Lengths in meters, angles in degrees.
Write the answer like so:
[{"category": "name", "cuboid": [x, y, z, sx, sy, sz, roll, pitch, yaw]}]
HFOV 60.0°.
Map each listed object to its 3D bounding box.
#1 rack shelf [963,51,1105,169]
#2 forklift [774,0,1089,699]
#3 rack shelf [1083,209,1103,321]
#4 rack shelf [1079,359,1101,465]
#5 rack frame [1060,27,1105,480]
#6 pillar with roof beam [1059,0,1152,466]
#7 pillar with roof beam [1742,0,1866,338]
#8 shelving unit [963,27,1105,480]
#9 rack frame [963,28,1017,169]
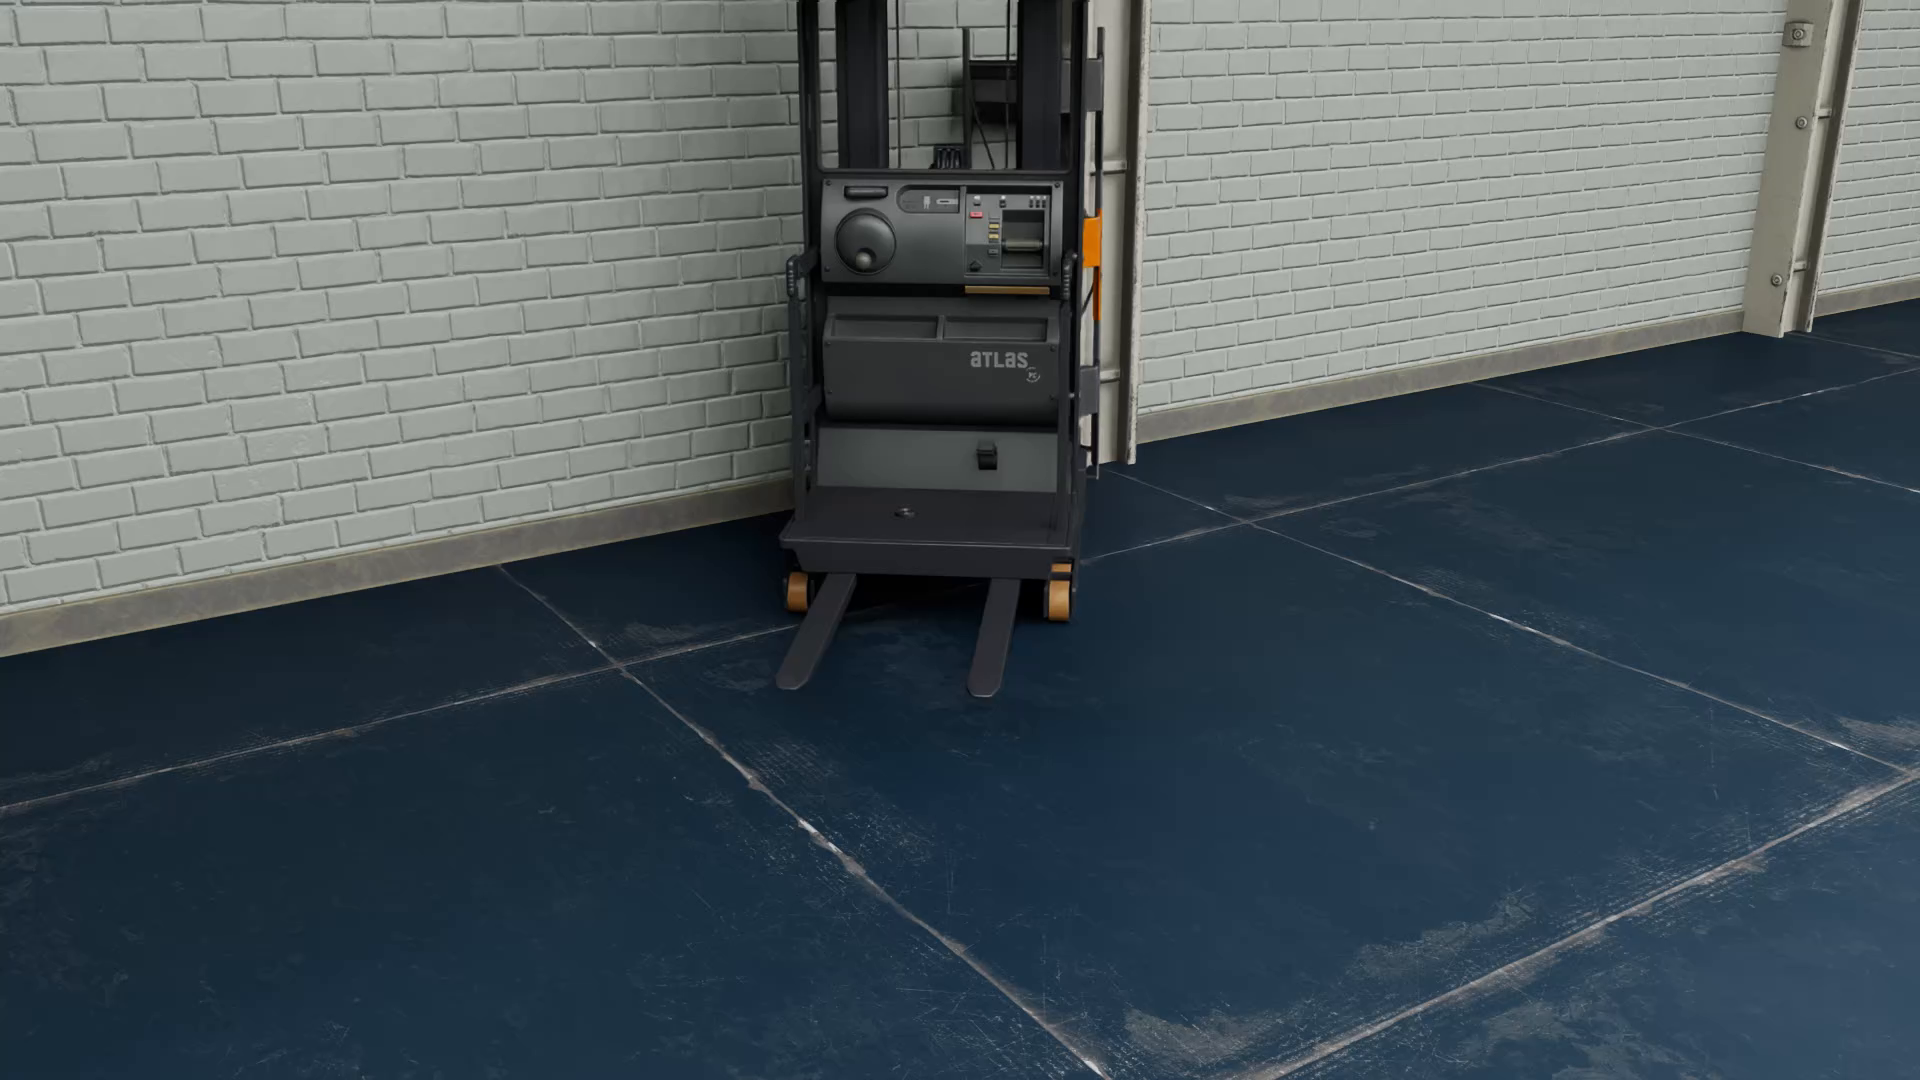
[{"category": "rack shelf", "cuboid": [0.335, -1.938, 7.524, 0.480, 0.518, 0.431, -17, 23, -42]}, {"category": "forklift", "cuboid": [-0.088, -1.187, 6.180, 1.130, 2.935, 3.031, 2, 19, 5]}, {"category": "rack shelf", "cuboid": [0.343, -1.269, 7.731, 0.480, 0.518, 0.431, -17, 23, -42]}, {"category": "rack shelf", "cuboid": [0.351, -0.601, 7.938, 0.480, 0.518, 0.431, -17, 23, -42]}, {"category": "rack frame", "cuboid": [0.517, -1.335, 7.889, 0.015, 2.100, 0.400, -17, 23, -42]}, {"category": "pillar with roof beam", "cuboid": [3.010, -3.507, 3.569, 0.400, 9.000, 9.100, -12, 22, -31]}, {"category": "pillar with roof beam", "cuboid": [8.021, -4.564, 6.695, 0.400, 9.000, 9.100, -12, 22, -31]}, {"category": "shelving unit", "cuboid": [0.343, -1.282, 7.727, 0.503, 2.100, 0.431, -17, 23, -42]}, {"category": "rack frame", "cuboid": [0.168, -1.230, 7.565, 0.015, 2.100, 0.400, -17, 23, -42]}]
